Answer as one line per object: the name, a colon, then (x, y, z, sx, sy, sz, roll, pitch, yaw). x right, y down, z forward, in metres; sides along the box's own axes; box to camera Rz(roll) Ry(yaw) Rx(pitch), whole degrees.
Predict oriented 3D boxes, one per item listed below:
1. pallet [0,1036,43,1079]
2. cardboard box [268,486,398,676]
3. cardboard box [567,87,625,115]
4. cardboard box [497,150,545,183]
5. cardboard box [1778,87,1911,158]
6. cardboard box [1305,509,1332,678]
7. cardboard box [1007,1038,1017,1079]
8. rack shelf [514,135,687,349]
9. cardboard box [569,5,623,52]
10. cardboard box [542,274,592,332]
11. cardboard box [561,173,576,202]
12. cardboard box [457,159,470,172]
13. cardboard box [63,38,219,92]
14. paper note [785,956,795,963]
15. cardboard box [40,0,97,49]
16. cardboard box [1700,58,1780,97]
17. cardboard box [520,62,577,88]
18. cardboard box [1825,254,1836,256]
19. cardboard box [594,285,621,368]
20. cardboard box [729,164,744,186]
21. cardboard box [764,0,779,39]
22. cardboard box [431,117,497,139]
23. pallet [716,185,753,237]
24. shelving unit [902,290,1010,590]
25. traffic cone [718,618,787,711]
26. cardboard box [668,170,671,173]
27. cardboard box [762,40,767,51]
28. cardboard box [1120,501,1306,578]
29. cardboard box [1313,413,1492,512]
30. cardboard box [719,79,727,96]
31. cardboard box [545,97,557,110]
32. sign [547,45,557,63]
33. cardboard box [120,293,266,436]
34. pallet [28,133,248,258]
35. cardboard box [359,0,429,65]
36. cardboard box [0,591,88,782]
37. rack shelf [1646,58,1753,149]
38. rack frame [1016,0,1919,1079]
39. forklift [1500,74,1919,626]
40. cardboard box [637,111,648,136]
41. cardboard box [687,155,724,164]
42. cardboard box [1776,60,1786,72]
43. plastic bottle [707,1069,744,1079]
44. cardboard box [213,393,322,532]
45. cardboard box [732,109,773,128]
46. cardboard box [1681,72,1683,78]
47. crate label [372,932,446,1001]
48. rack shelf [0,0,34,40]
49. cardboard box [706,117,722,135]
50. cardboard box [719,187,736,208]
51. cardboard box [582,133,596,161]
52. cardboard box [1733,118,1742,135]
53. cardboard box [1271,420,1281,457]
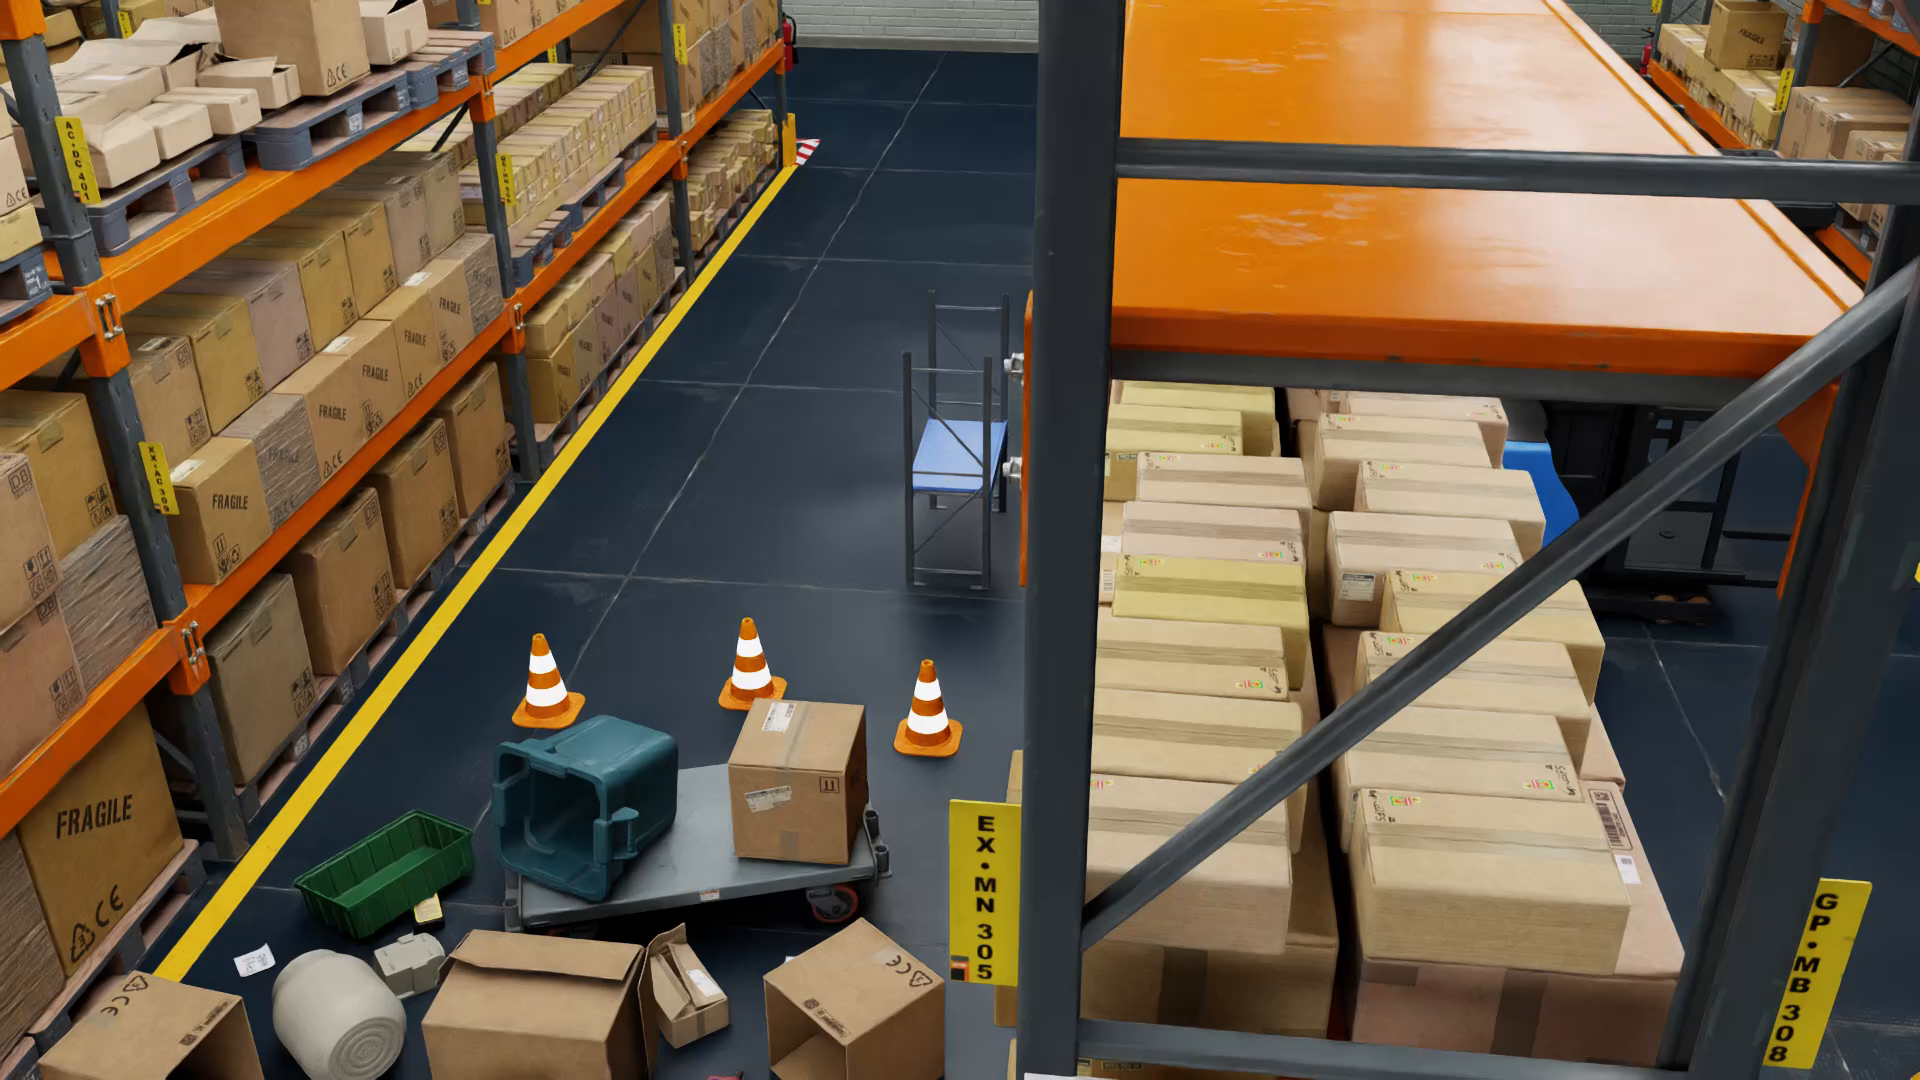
pallet: (-4.169, 2.289, 6.071, 1.003, 0.211, 1.213, 3, 28, 6)
cardboard box: (-3.743, 0.186, 8.964, 1.050, 0.750, 0.750, 3, 28, 6)
cardboard box: (-2.824, -3.398, 12.882, 0.380, 0.149, 0.250, 3, 28, 6)
cardboard box: (-3.048, -2.535, 11.281, 0.380, 0.149, 0.250, 3, 28, 6)
cardboard box: (6.699, -3.121, 12.625, 0.700, 0.500, 0.500, 4, 29, 7)
cardboard box: (1.020, 0.167, 3.752, 0.500, 0.250, 0.500, 4, 29, 8)
cardboard box: (0.430, 1.386, 3.333, 0.700, 0.500, 0.500, 3, 28, 5)
rack shelf: (-3.116, -2.376, 12.548, 1.077, 0.370, 4.000, 3, 28, 6)
cardboard box: (-3.082, -4.486, 14.233, 0.500, 0.500, 0.500, 2, 28, 4)
cardboard box: (-2.974, -1.715, 11.965, 0.500, 0.250, 0.500, 3, 28, 6)
cardboard box: (-2.979, -2.530, 11.898, 0.380, 0.149, 0.250, 4, 29, 8)
cardboard box: (-3.661, -2.583, 11.682, 0.380, 0.149, 0.250, 3, 29, 6)
cardboard box: (-3.855, -2.216, 7.877, 0.500, 0.311, 0.500, 2, 28, 4)
paper note: (-0.684, 1.829, 7.114, 0.148, 0.019, 0.142, 3, 28, 6)
cardboard box: (-7.990, -4.597, 14.966, 0.500, 0.500, 0.500, 4, 29, 8)
cardboard box: (6.986, -4.139, 14.907, 0.500, 0.250, 0.500, 3, 28, 5)
cardboard box: (-3.376, -3.812, 13.649, 0.380, 0.149, 0.250, 5, 29, 9)
cardboard box: (6.716, -2.189, 12.951, 0.380, 0.149, 0.250, 3, 28, 5)
cardboard box: (-2.905, -1.632, 12.602, 0.500, 0.500, 0.500, 3, 28, 5)
cardboard box: (-2.331, -3.573, 16.260, 0.380, 0.149, 0.250, 4, 29, 7)
cardboard box: (-2.181, -5.465, 17.105, 0.500, 0.500, 0.500, 4, 29, 7)
cardboard box: (-3.595, -2.953, 12.056, 0.380, 0.149, 0.250, 5, 29, 9)
pallet: (-2.677, -3.300, 16.446, 1.003, 0.211, 1.213, 3, 28, 6)
shelving unit: (-0.010, -0.620, 10.112, 0.538, 1.500, 1.048, 3, 28, 6)
traffic cone: (-1.121, 0.629, 8.887, 0.336, 0.463, 0.334, 3, 28, 6)
cardboard box: (-2.919, -3.475, 16.079, 0.380, 0.149, 0.250, 2, 28, 4)
cardboard box: (-2.208, -5.122, 17.151, 0.380, 0.149, 0.250, 3, 28, 6)
cardboard box: (0.534, 0.046, 3.556, 0.380, 0.149, 0.250, 3, 28, 6)
cardboard box: (1.047, -0.176, 3.968, 0.380, 0.149, 0.250, 4, 29, 7)
cardboard box: (-2.399, -4.260, 15.553, 0.380, 0.149, 0.250, 5, 29, 8)
cardboard box: (-3.437, -3.437, 13.268, 0.380, 0.149, 0.250, 4, 29, 7)
sign: (-3.411, -4.043, 13.971, 0.100, 0.325, 0.005, 3, 28, 6)
cardboard box: (-3.735, -0.829, 7.758, 0.700, 0.500, 0.500, 3, 28, 5)
pallet: (-3.788, -1.539, 7.275, 0.805, 0.209, 1.217, 2, 28, 4)
cardboard box: (-3.192, -2.752, 8.871, 0.500, 0.311, 0.500, 3, 28, 6)
cardboard box: (-3.930, 0.500, 6.293, 0.875, 0.550, 0.550, 3, 28, 6)
rack shelf: (7.226, -3.732, 15.065, 1.077, 0.370, 4.000, 3, 28, 6)
rack frame: (0.587, -0.386, 1.771, 0.949, 2.616, 0.053, 3, 28, 6)
forklift: (4.052, -1.059, 9.418, 3.031, 2.935, 1.130, 3, 28, 6)
cardboard box: (-2.754, -3.388, 13.489, 0.380, 0.149, 0.250, 4, 29, 6)
cardboard box: (-2.476, -3.596, 15.990, 0.380, 0.149, 0.250, 2, 28, 4)
cardboard box: (7.484, -4.101, 14.837, 0.500, 0.250, 0.500, 3, 28, 6)
plastic bottle: (-0.946, 2.164, 6.461, 0.133, 0.061, 0.283, 8, 29, 15)
cardboard box: (-3.459, -0.382, 7.983, 0.500, 0.500, 0.500, 4, 29, 7)
cardboard box: (-2.194, -4.445, 17.565, 0.380, 0.149, 0.250, 4, 29, 7)
cardboard box: (7.175, -4.493, 15.983, 0.380, 0.149, 0.250, 3, 28, 6)
crate label: (-2.343, 1.800, 7.057, 0.298, 0.136, 0.250, -17, 33, -29)
rack shelf: (-4.096, -1.075, 4.230, 1.077, 0.370, 4.000, 3, 28, 6)
cardboard box: (-2.697, -4.345, 17.380, 0.380, 0.149, 0.250, 4, 29, 7)
cardboard box: (-2.389, -3.330, 16.123, 0.380, 0.149, 0.250, 3, 28, 5)
cardboard box: (-2.917, -2.906, 12.282, 0.380, 0.149, 0.250, 4, 29, 8)
cardboard box: (6.846, -3.531, 14.198, 0.380, 0.149, 0.250, 4, 29, 8)
cardboard box: (0.560, -0.106, 4.259, 0.500, 0.250, 0.500, 4, 29, 7)
